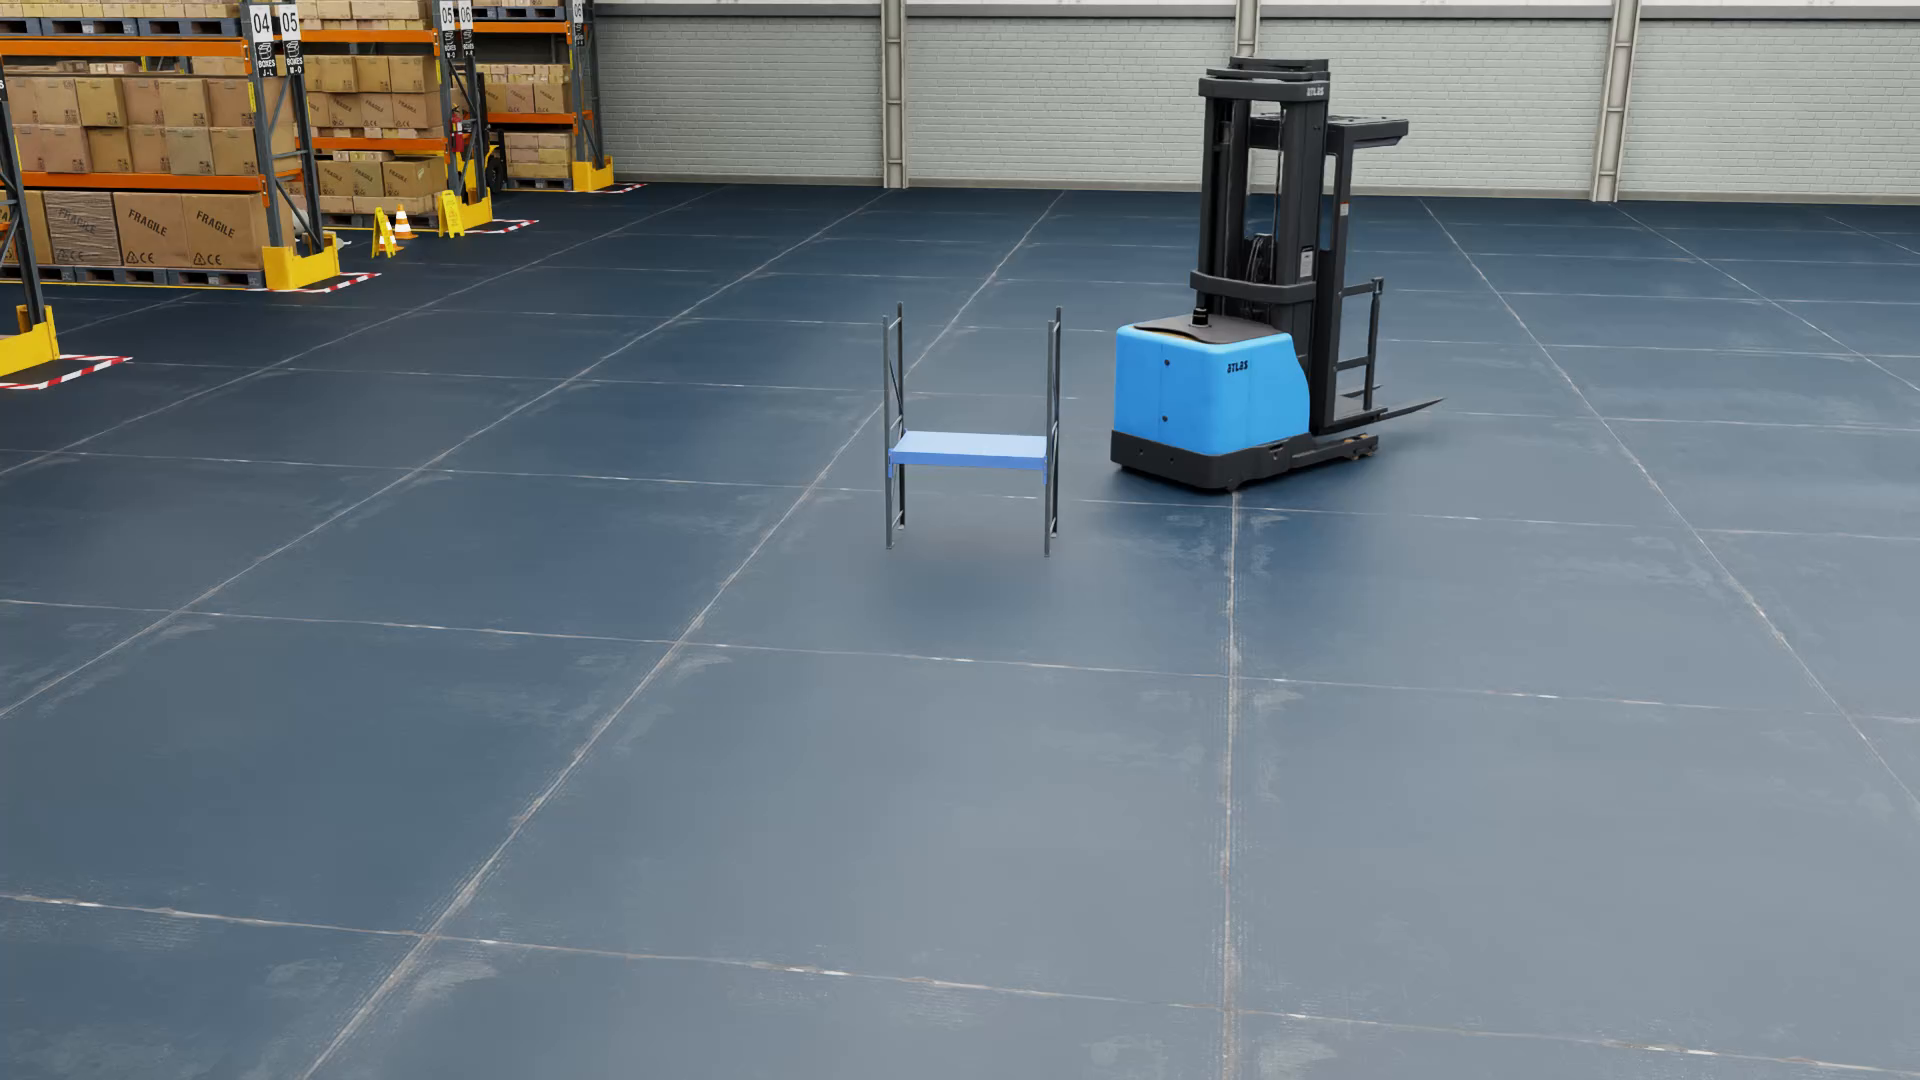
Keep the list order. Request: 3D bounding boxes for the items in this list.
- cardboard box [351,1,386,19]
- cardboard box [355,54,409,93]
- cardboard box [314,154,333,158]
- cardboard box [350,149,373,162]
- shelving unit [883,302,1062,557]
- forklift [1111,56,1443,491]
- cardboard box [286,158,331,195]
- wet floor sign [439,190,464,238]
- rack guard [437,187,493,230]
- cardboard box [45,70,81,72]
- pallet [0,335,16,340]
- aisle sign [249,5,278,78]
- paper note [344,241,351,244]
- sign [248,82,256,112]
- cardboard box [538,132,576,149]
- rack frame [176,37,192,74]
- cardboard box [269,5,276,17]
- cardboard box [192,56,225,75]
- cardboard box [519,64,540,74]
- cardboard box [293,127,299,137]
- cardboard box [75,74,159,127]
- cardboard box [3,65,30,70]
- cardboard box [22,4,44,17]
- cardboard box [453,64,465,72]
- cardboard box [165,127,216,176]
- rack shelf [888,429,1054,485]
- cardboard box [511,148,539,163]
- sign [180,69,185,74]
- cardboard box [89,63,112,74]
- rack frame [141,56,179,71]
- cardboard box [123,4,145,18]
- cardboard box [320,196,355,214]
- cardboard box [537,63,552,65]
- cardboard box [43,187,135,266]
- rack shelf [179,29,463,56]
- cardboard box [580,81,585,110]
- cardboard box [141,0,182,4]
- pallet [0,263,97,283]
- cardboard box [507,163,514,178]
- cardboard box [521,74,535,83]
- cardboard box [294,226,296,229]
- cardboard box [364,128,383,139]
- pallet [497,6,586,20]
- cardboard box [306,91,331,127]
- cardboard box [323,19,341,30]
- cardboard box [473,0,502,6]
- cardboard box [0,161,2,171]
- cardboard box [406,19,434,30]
[{"bbox_3d":[-8.337,-7.581,23.774,0.500,0.250,0.500,3,19,8],"label":"cardboard box"},{"bbox_3d":[-8.332,-6.765,24.093,0.500,0.500,0.700,3,19,9],"label":"cardboard box"},{"bbox_3d":[-9.611,-5.574,25.223,0.500,0.500,0.500,4,19,12],"label":"cardboard box"},{"bbox_3d":[-8.748,-5.646,24.416,0.250,0.149,0.380,3,19,10],"label":"cardboard box"},{"bbox_3d":[0.084,-0.707,10.552,1.048,1.500,0.538,3,19,9],"label":"shelving unit"},{"bbox_3d":[2.570,-2.103,12.469,3.031,2.935,1.130,-15,24,-38],"label":"forklift"},{"bbox_3d":[-9.662,-5.405,24.721,0.500,0.500,0.500,4,19,12],"label":"cardboard box"},{"bbox_3d":[-7.277,-4.656,23.702,0.232,0.644,0.267,10,21,27],"label":"wet floor sign"},{"bbox_3d":[-7.369,-4.936,24.767,0.348,0.500,1.175,3,19,9],"label":"rack guard"},{"bbox_3d":[-13.690,-6.924,25.482,0.500,0.500,0.500,2,19,5],"label":"cardboard box"},{"bbox_3d":[-9.738,-1.746,15.689,1.213,0.211,1.003,3,19,9],"label":"pallet"},{"bbox_3d":[-7.957,-5.697,19.005,0.004,0.787,0.394,3,19,9],"label":"aisle sign"},{"bbox_3d":[-8.543,-4.134,23.109,0.142,0.019,0.148,-3,19,-10],"label":"paper note"},{"bbox_3d":[-8.080,-5.054,18.982,0.005,0.325,0.100,3,19,9],"label":"sign"},{"bbox_3d":[-7.015,-6.968,28.996,0.500,0.250,0.500,4,19,10],"label":"cardboard box"},{"bbox_3d":[-11.244,-6.319,24.961,0.127,3.000,1.000,3,19,9],"label":"rack frame"},{"bbox_3d":[-8.267,-6.229,19.542,0.250,0.149,0.380,3,19,9],"label":"cardboard box"},{"bbox_3d":[-10.844,-6.891,24.470,0.500,0.500,0.700,3,19,8],"label":"cardboard box"},{"bbox_3d":[-7.409,-8.128,28.720,0.250,0.149,0.380,3,19,10],"label":"cardboard box"},{"bbox_3d":[-9.722,-6.016,24.452,0.250,0.149,0.380,3,19,9],"label":"cardboard box"},{"bbox_3d":[-9.973,-5.231,19.772,0.500,0.550,0.875,3,19,9],"label":"cardboard box"},{"bbox_3d":[-17.405,-8.403,30.370,0.500,0.500,0.700,3,19,9],"label":"cardboard box"},{"bbox_3d":[-10.619,-6.137,19.268,0.250,0.149,0.380,3,19,8],"label":"cardboard box"},{"bbox_3d":[-8.659,-8.214,28.977,0.250,0.149,0.380,3,19,9],"label":"cardboard box"},{"bbox_3d":[-8.900,-4.658,19.761,0.550,0.550,0.875,3,19,9],"label":"cardboard box"},{"bbox_3d":[0.084,-0.536,10.609,1.000,0.185,0.538,3,19,9],"label":"rack shelf"},{"bbox_3d":[-7.534,-6.760,29.164,0.500,0.250,0.500,3,19,8],"label":"cardboard box"},{"bbox_3d":[-11.328,-6.694,24.257,0.005,0.325,0.100,3,19,9],"label":"sign"},{"bbox_3d":[-12.692,-7.004,24.697,0.250,0.149,0.380,2,19,6],"label":"cardboard box"},{"bbox_3d":[-14.410,-8.075,30.211,0.127,3.000,1.000,3,19,9],"label":"rack frame"},{"bbox_3d":[-9.367,-6.073,19.076,0.250,0.149,0.380,3,19,8],"label":"cardboard box"},{"bbox_3d":[-9.163,-5.022,24.757,0.500,0.250,0.500,2,19,7],"label":"cardboard box"},{"bbox_3d":[-7.324,-8.285,29.189,0.250,0.149,0.380,3,19,10],"label":"cardboard box"},{"bbox_3d":[-10.429,-3.857,20.289,0.875,0.875,0.875,3,19,9],"label":"cardboard box"},{"bbox_3d":[-9.269,-7.300,24.298,4.000,0.370,1.077,3,19,9],"label":"rack shelf"},{"bbox_3d":[-6.956,-7.832,29.326,0.500,0.500,0.500,4,19,10],"label":"cardboard box"},{"bbox_3d":[-9.001,-6.263,19.015,0.500,0.250,0.500,3,19,9],"label":"cardboard box"},{"bbox_3d":[-11.191,-3.378,20.566,1.213,0.211,1.003,3,19,9],"label":"pallet"},{"bbox_3d":[-8.007,-6.549,29.319,0.500,0.250,0.500,3,19,9],"label":"cardboard box"},{"bbox_3d":[-7.401,-7.993,28.785,0.250,0.149,0.380,3,19,10],"label":"cardboard box"},{"bbox_3d":[-9.430,-4.229,22.649,0.637,0.503,0.797,-11,21,-29],"label":"cardboard box"},{"bbox_3d":[-8.474,-5.951,24.258,0.250,0.149,0.380,3,19,10],"label":"cardboard box"},{"bbox_3d":[-7.205,-9.097,28.676,1.213,0.211,1.003,3,19,9],"label":"pallet"},{"bbox_3d":[-9.359,-6.331,24.372,0.500,0.500,0.500,3,19,9],"label":"cardboard box"},{"bbox_3d":[-8.951,-7.424,23.934,0.250,0.149,0.380,2,19,7],"label":"cardboard box"},{"bbox_3d":[-7.982,-9.418,28.519,0.500,0.500,0.700,3,19,9],"label":"cardboard box"},{"bbox_3d":[-11.563,-4.819,20.243,0.550,0.550,0.875,3,19,9],"label":"cardboard box"},{"bbox_3d":[-7.691,-7.351,23.715,0.250,0.149,0.380,3,19,9],"label":"cardboard box"}]
